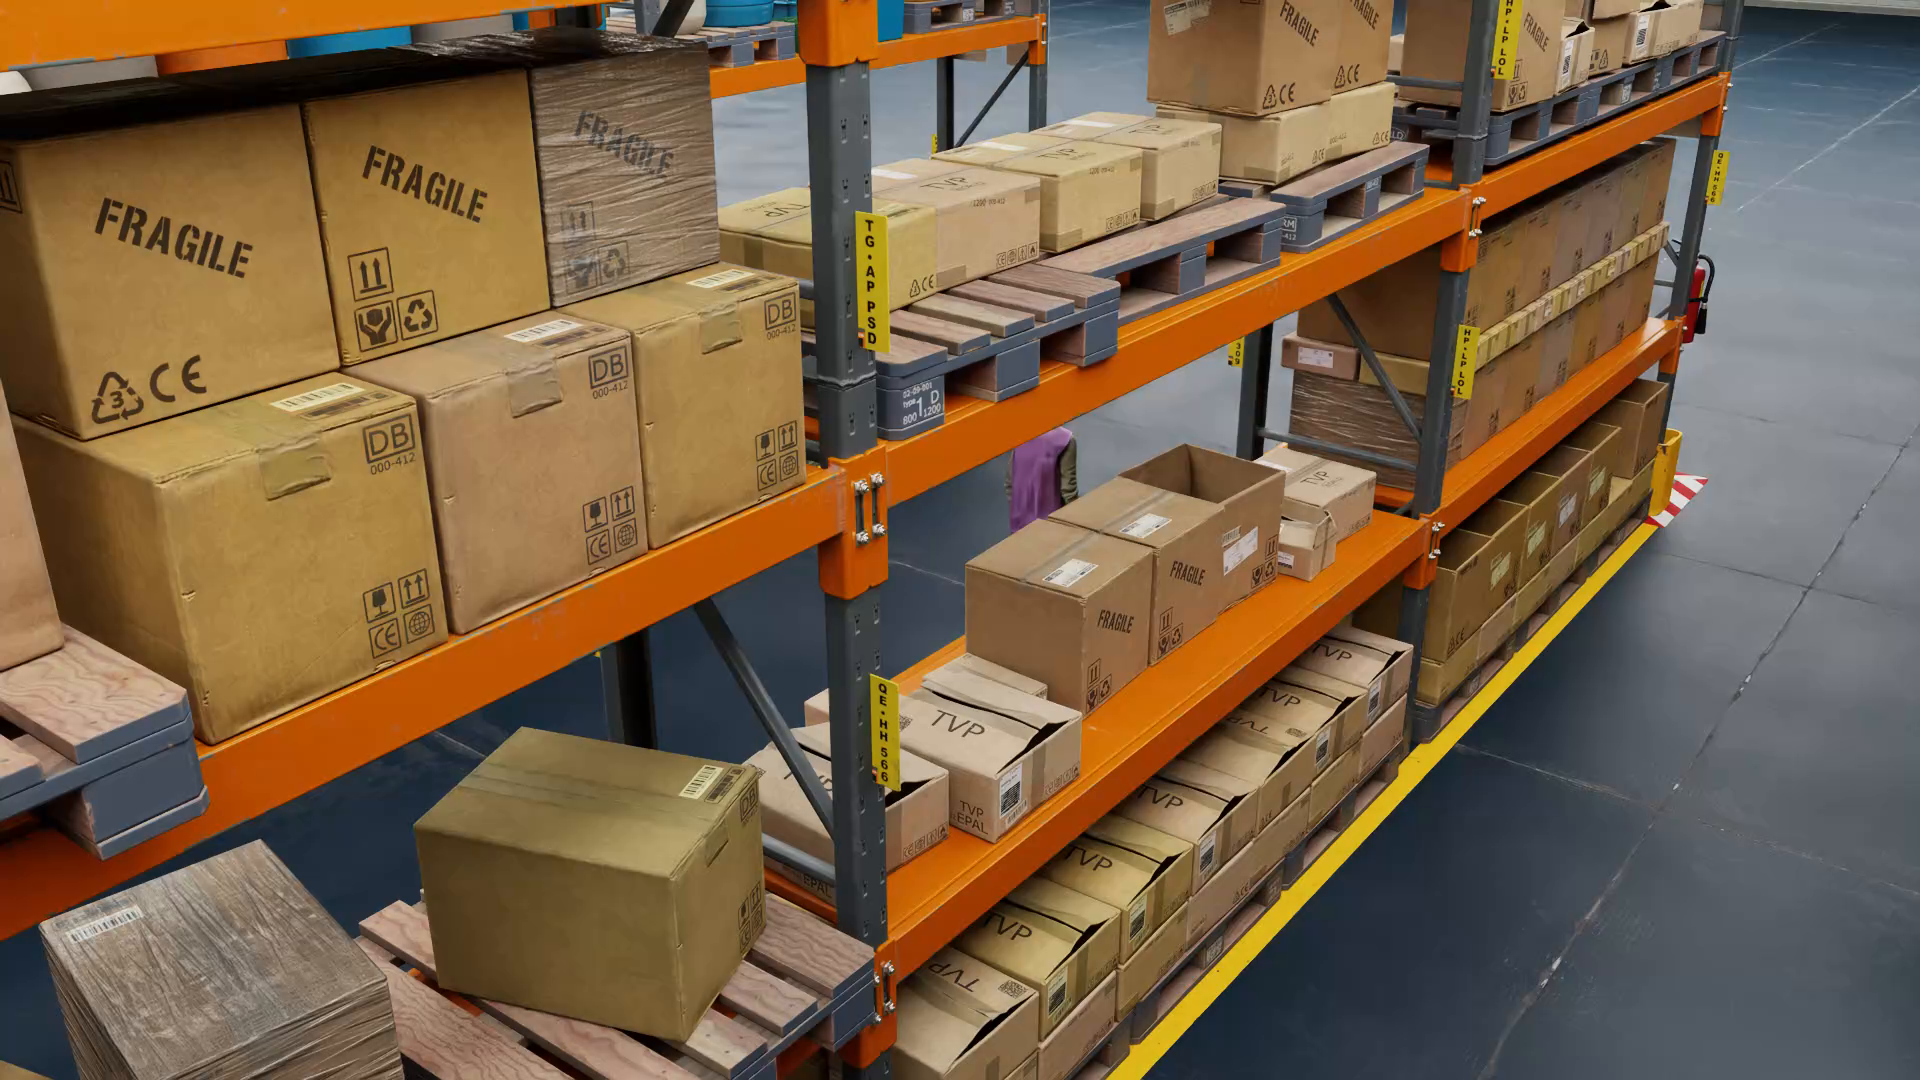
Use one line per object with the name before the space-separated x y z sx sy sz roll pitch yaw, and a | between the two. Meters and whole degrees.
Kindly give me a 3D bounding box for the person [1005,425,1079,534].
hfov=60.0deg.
person | 0.449 -0.075 8.784 0.469 1.591 0.350 18 30 36
